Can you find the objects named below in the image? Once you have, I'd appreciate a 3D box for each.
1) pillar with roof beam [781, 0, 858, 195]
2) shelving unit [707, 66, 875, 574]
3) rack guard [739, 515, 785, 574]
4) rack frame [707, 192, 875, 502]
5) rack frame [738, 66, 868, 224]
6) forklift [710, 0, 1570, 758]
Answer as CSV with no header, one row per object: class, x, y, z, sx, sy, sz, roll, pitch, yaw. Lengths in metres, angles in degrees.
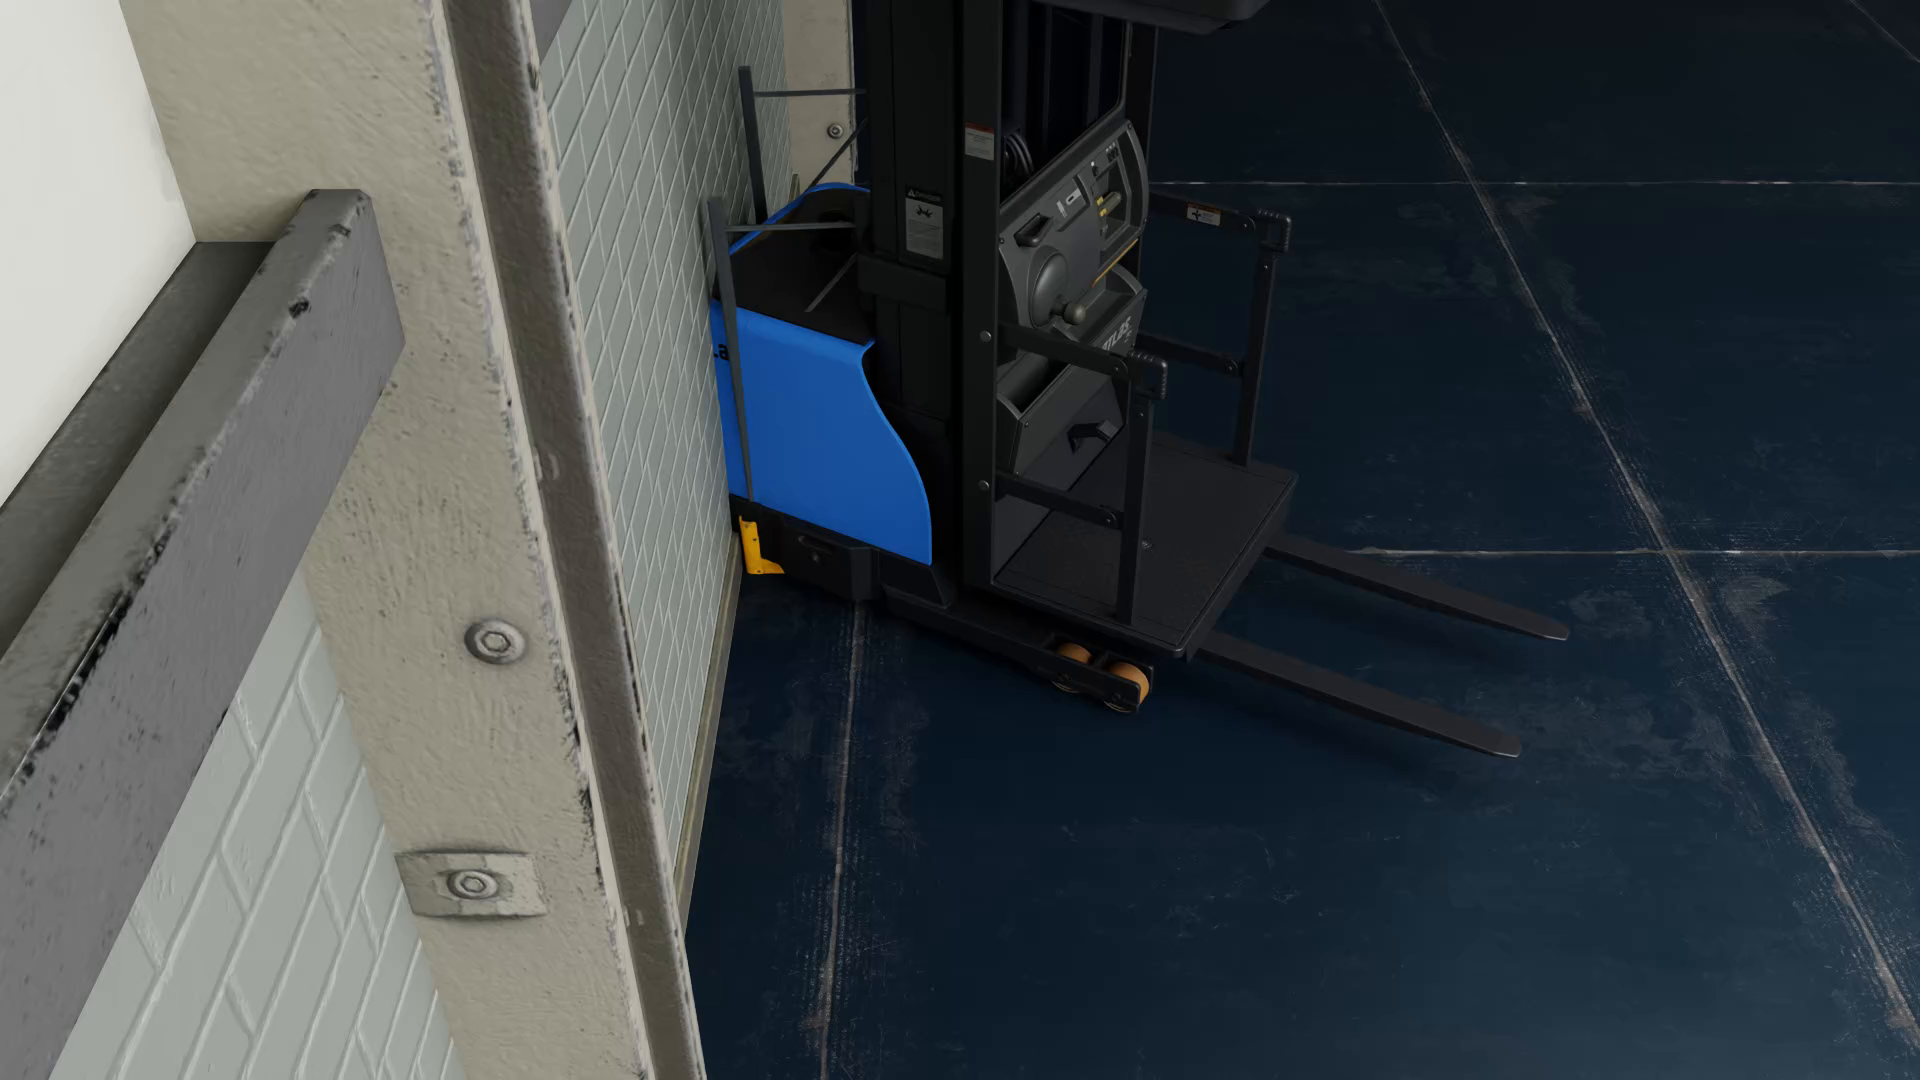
pillar with roof beam,3.619,-5.343,5.722,9.100,9.000,0.400,0,39,0
shelving unit,-0.520,-0.800,6.050,0.587,1.500,1.083,-2,39,1
rack guard,-0.495,-0.001,6.052,0.587,0.250,0.087,-2,39,1
rack frame,-0.515,-0.488,5.660,0.500,1.500,0.032,-2,39,1
rack frame,-0.525,-1.123,6.454,0.500,1.500,0.032,-2,39,1
forklift,0.543,-0.953,5.095,3.031,2.935,1.130,19,43,22
